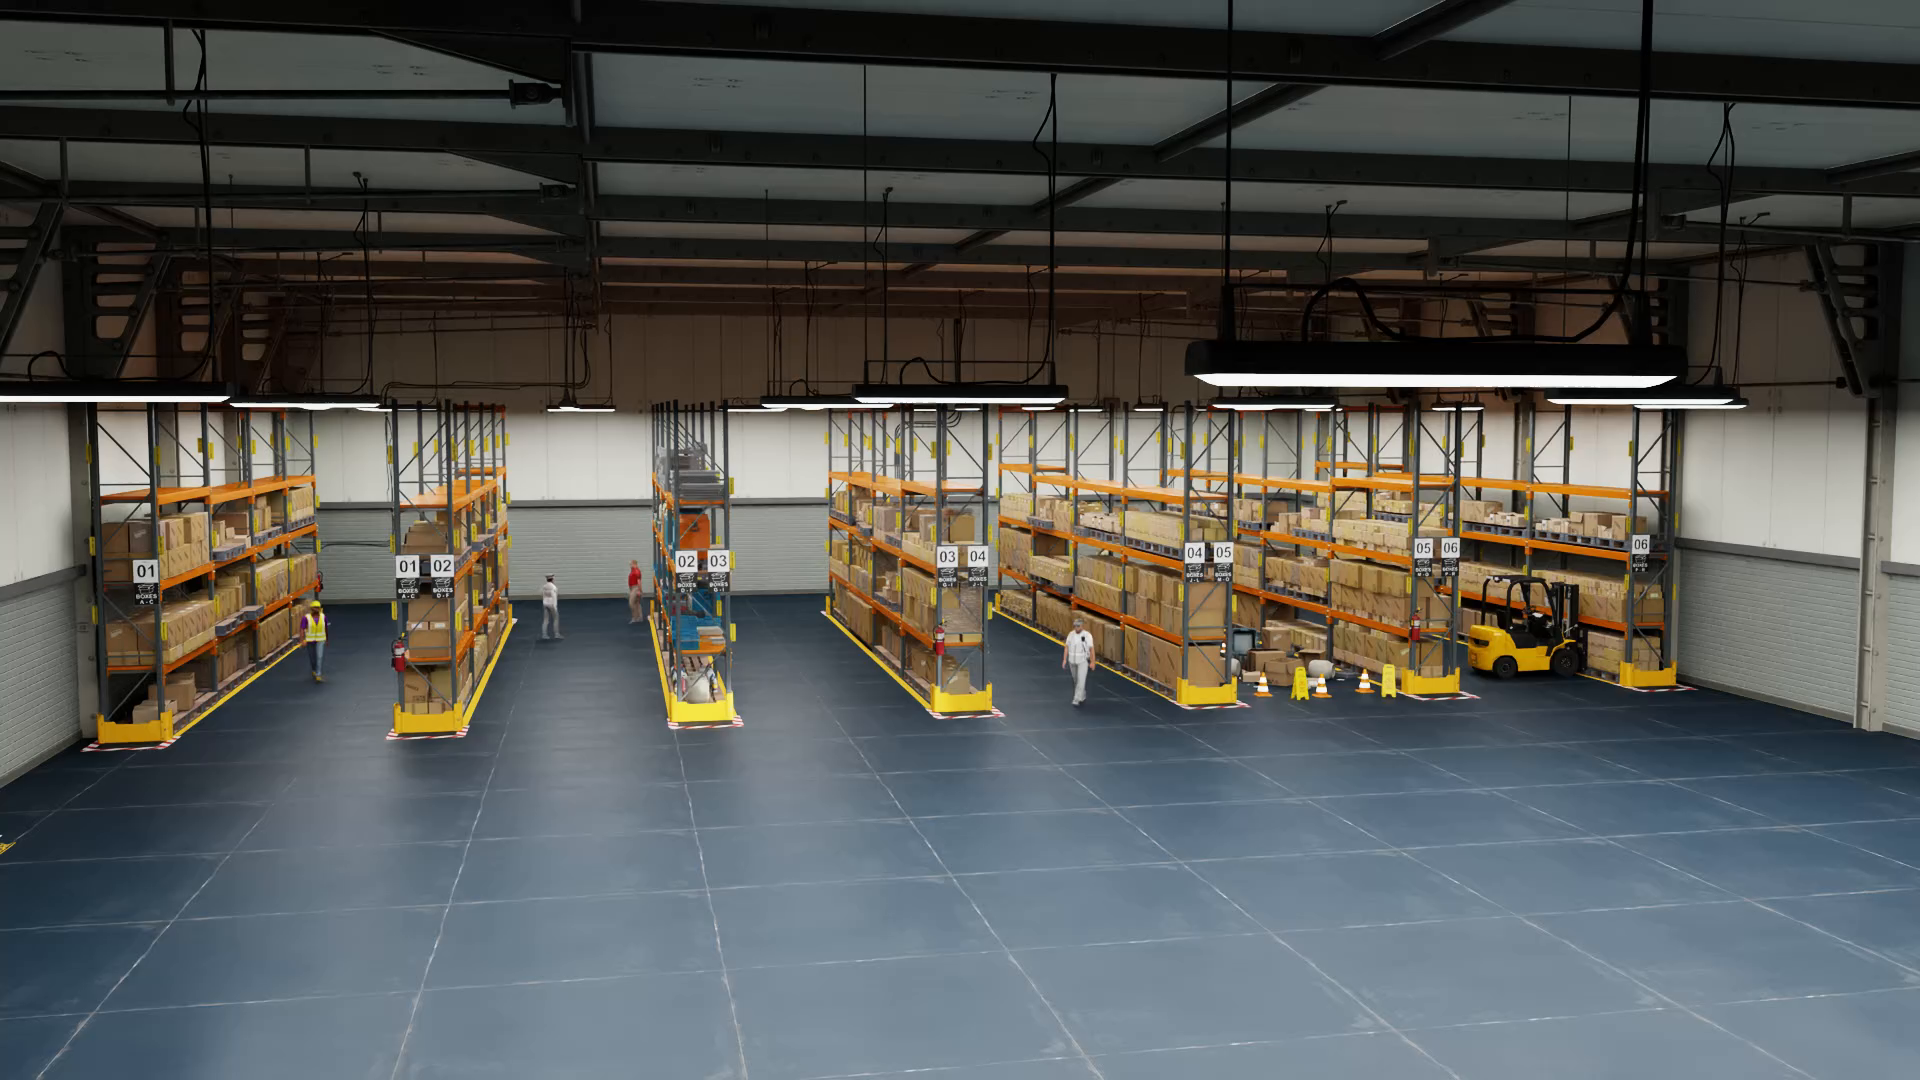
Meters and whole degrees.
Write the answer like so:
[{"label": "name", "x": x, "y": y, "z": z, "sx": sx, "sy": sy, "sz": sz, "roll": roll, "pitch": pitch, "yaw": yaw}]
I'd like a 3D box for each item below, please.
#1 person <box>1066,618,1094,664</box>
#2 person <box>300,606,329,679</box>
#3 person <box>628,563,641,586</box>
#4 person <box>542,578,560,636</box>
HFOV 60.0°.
[{"label": "person", "x": 2.349, "y": 1.976, "z": 32.800, "sx": 0.550, "sy": 0.884, "sz": 0.400, "roll": 3, "pitch": 5, "yaw": 32}, {"label": "person", "x": -13.915, "y": 2.152, "z": 35.843, "sx": 0.545, "sy": 1.619, "sz": 0.913, "roll": -1, "pitch": 4, "yaw": -15}, {"label": "person", "x": -8.950, "y": 0.968, "z": 45.654, "sx": 0.328, "sy": 0.660, "sz": 0.541, "roll": -1, "pitch": 5, "yaw": -19}, {"label": "person", "x": -10.466, "y": 1.666, "z": 42.373, "sx": 0.519, "sy": 1.587, "sz": 0.445, "roll": 3, "pitch": 5, "yaw": 30}]
